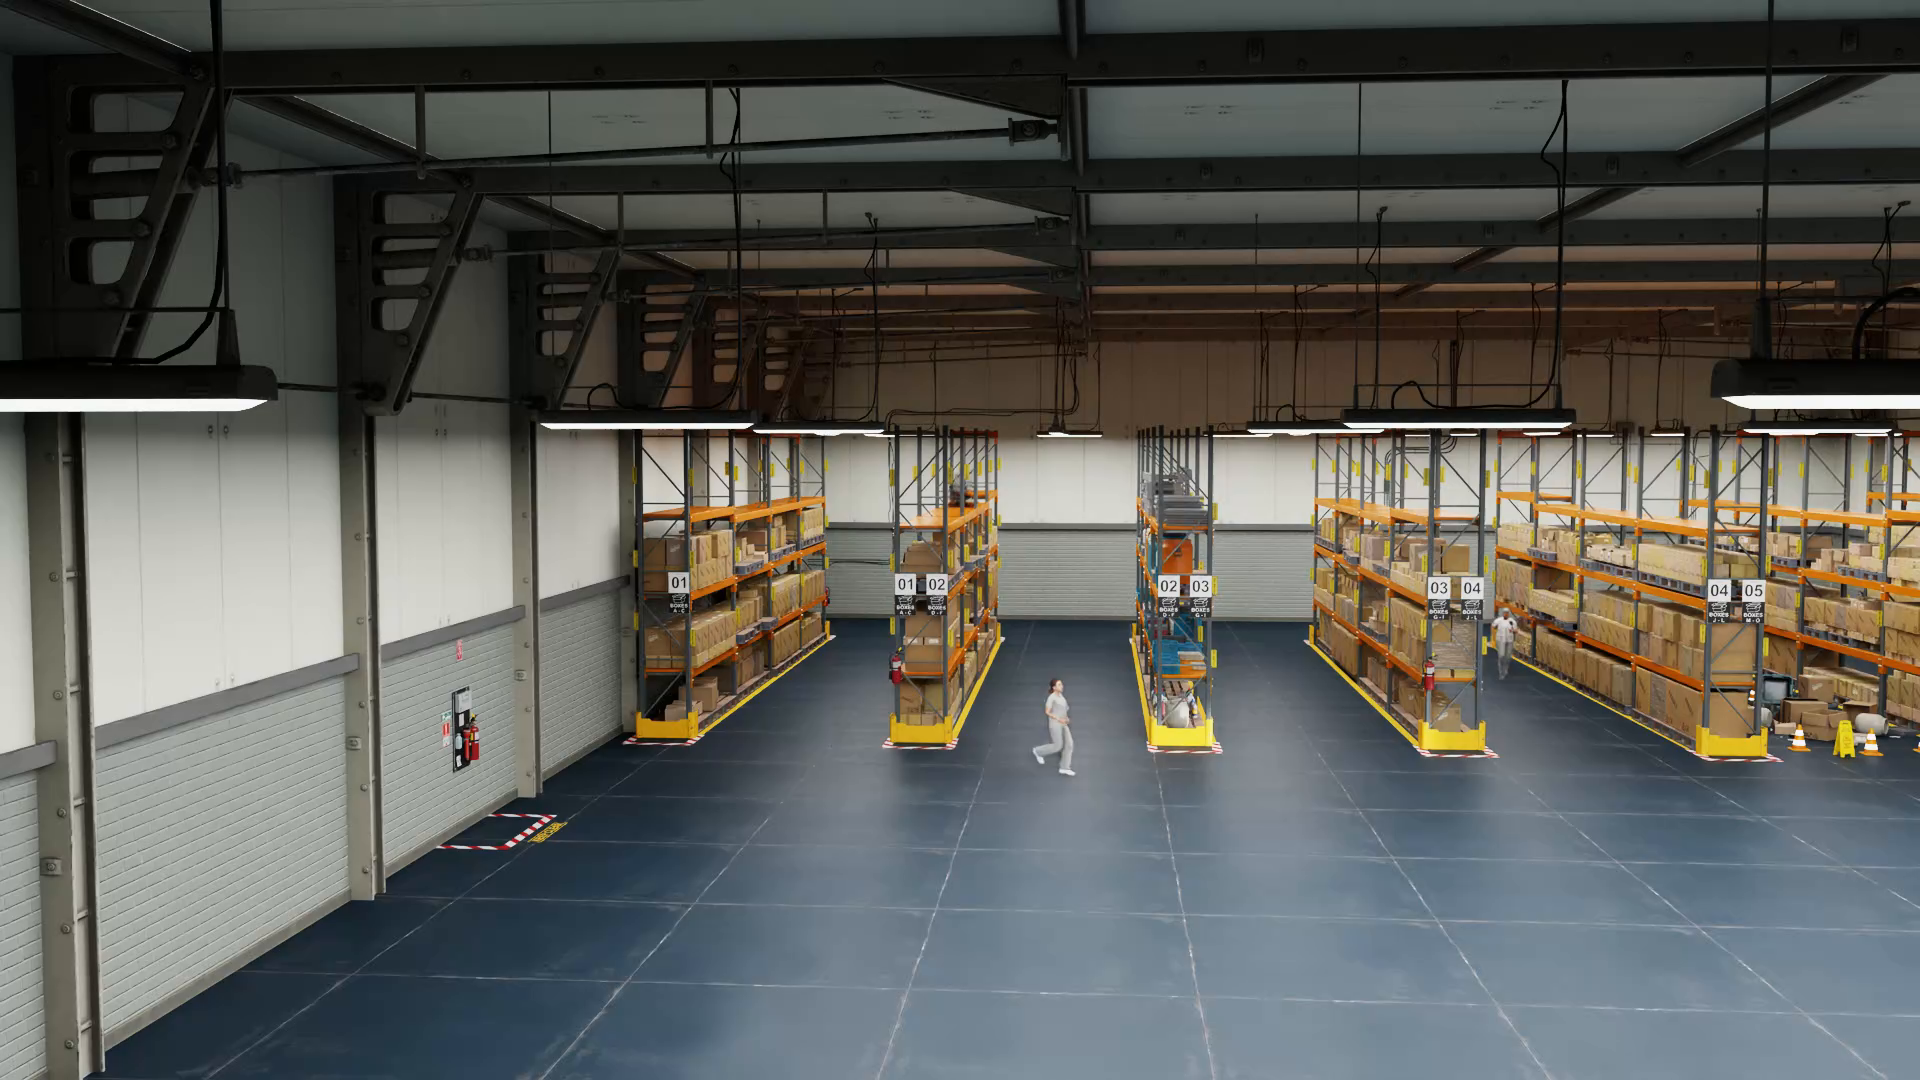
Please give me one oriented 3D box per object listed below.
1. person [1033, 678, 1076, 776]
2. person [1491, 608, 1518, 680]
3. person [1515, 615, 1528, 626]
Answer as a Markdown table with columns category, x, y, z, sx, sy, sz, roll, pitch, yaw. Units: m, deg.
| category | x | y | z | sx | sy | sz | roll | pitch | yaw |
| --- | --- | --- | --- | --- | --- | --- | --- | --- | --- |
| person | 1.670 | 3.196 | 28.583 | 0.751 | 1.652 | 0.576 | 2 | 4 | 34 |
| person | 13.122 | 2.488 | 40.049 | 0.580 | 1.728 | 0.767 | 0 | 3 | 4 |
| person | 16.113 | 2.049 | 47.444 | 0.564 | 1.631 | 0.567 | 0 | 3 | 0 |
